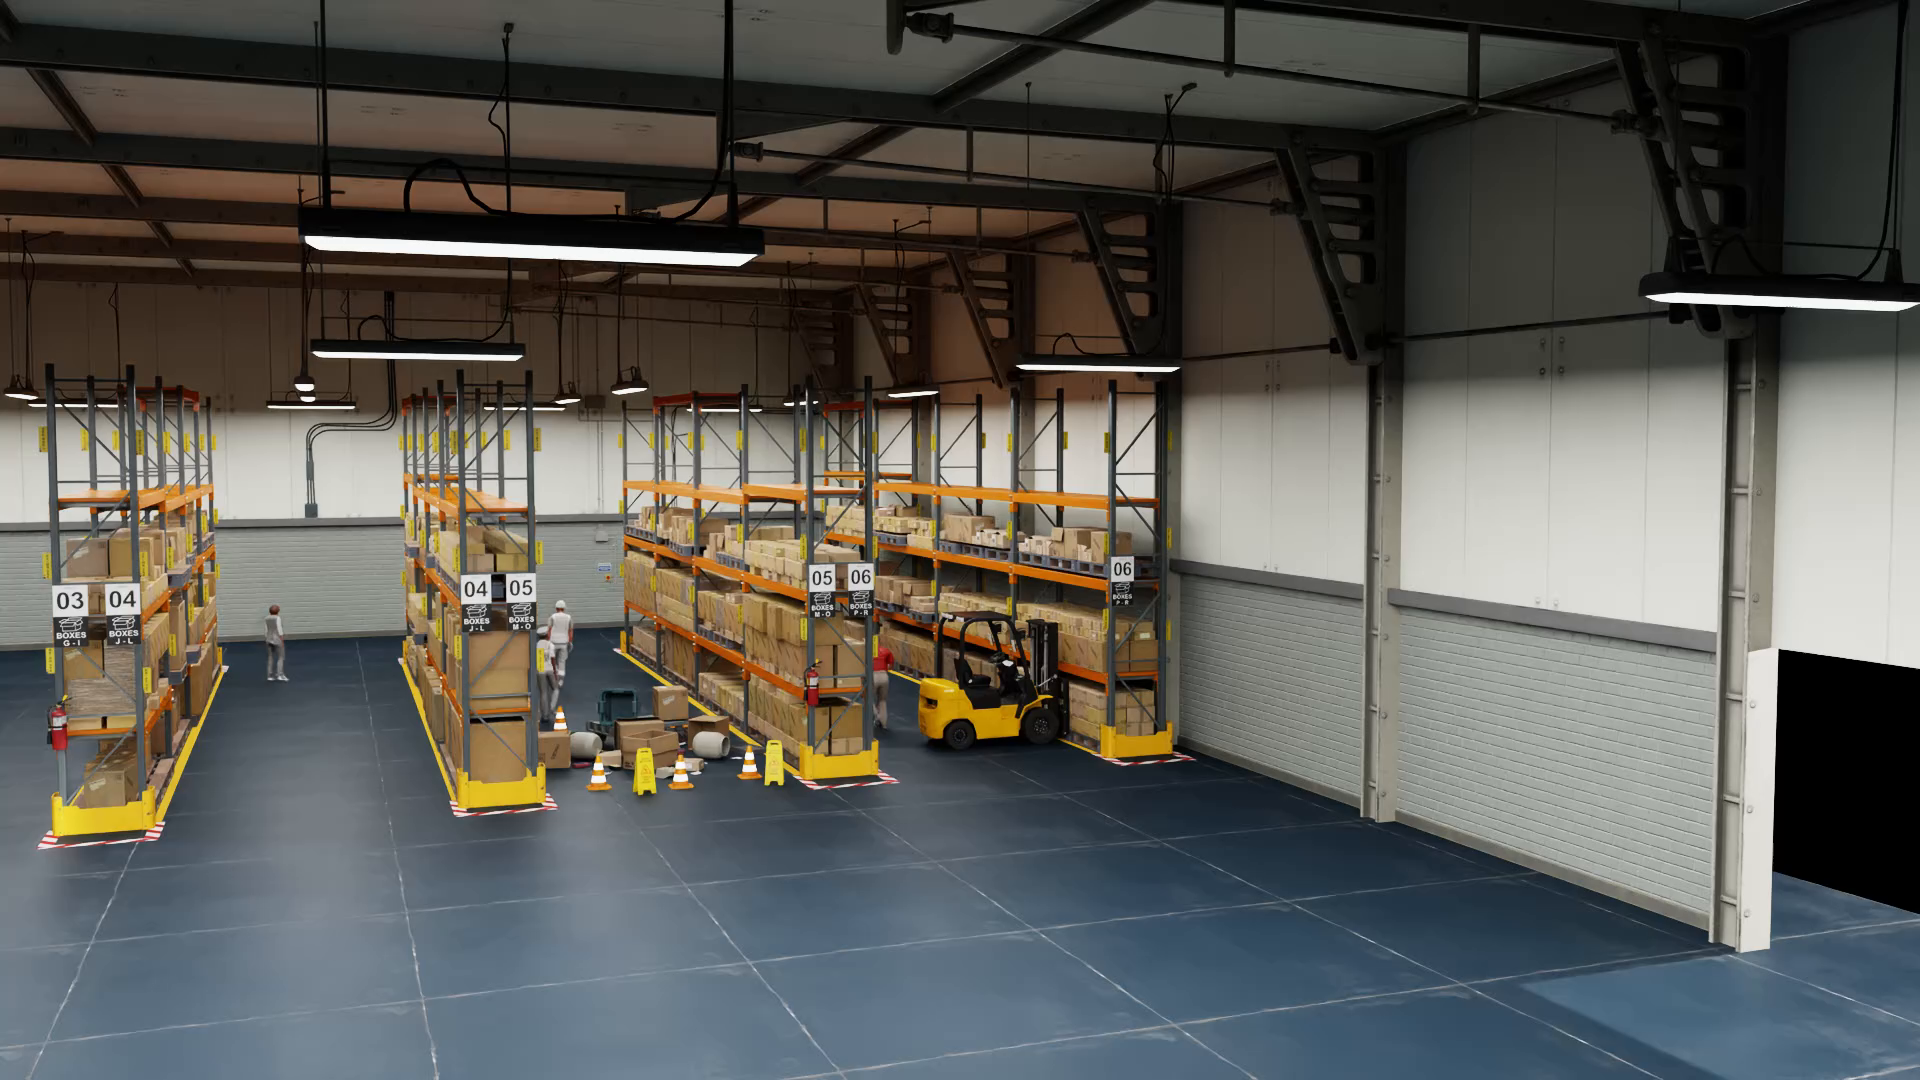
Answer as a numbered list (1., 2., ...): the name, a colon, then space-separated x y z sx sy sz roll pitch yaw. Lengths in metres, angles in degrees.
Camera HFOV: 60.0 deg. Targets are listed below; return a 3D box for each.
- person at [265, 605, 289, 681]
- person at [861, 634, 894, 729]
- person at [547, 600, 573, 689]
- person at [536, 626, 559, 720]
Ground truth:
1. person: -14.410 2.175 34.932 0.480 1.640 0.377 1 4 19
2. person: -1.476 2.481 29.338 0.666 1.623 0.784 -1 4 -19
3. person: -8.163 2.121 33.852 0.593 1.785 0.461 -1 4 -22
4. person: -7.464 2.403 30.030 0.505 1.676 0.484 -1 3 -11
